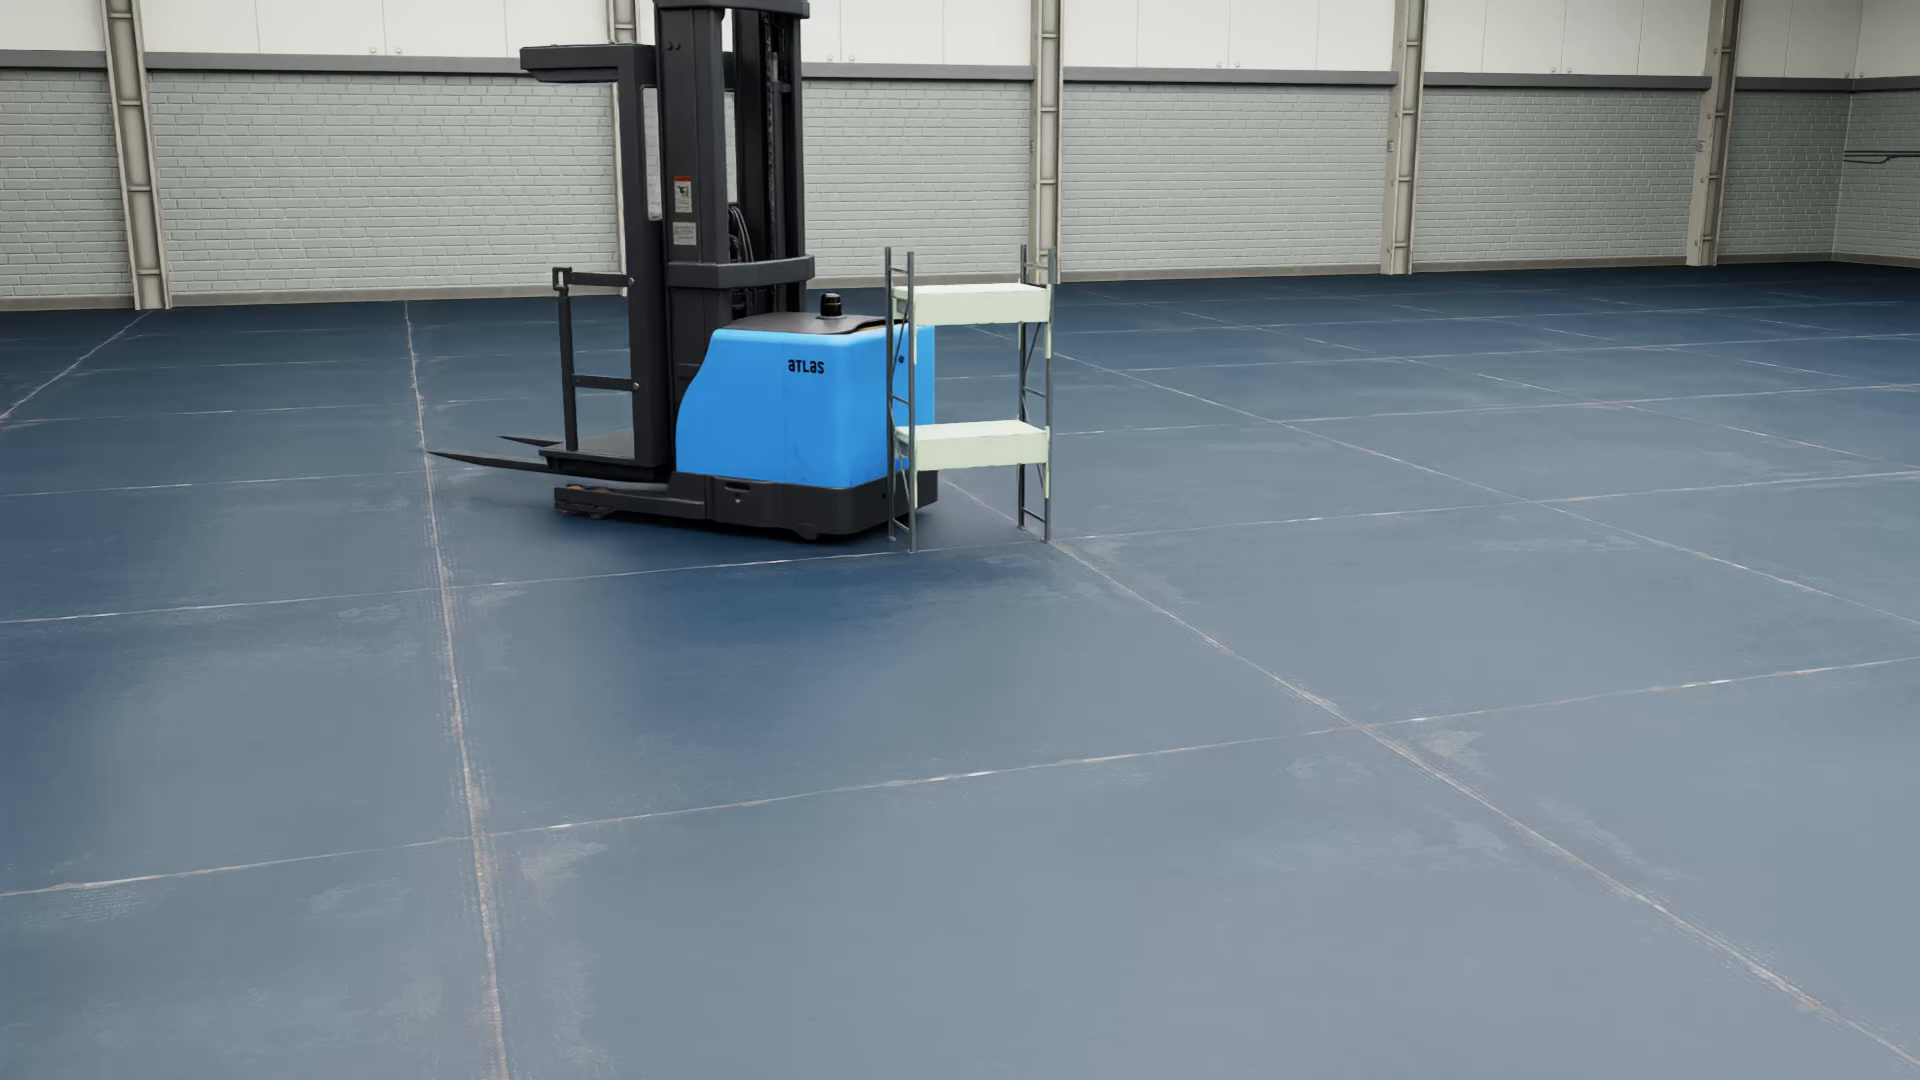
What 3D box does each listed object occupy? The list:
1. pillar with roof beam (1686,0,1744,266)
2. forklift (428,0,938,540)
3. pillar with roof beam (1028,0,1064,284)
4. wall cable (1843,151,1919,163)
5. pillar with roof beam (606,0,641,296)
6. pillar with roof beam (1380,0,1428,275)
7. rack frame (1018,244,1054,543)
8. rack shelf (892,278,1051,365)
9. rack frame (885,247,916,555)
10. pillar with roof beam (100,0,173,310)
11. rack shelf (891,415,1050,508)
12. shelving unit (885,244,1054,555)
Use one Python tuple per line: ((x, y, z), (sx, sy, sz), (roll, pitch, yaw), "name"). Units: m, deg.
((13.994, -8.119, 23.330), (0.400, 9.000, 9.100), (-4, 14, -18), "pillar with roof beam")
((-1.672, -1.641, 9.210), (3.031, 2.935, 1.130), (7, 15, 27), "forklift")
((2.621, -7.233, 19.607), (0.400, 9.000, 9.100), (-4, 14, -18), "pillar with roof beam")
((15.835, -7.480, 27.354), (0.112, 2.526, 3.097), (-4, 14, -18), "wall cable")
((-3.066, -6.791, 17.745), (0.400, 9.000, 9.100), (-4, 14, -18), "pillar with roof beam")
((8.307, -7.676, 21.468), (0.400, 9.000, 9.100), (-4, 14, -18), "pillar with roof beam")
((0.390, -0.756, 8.579), (0.023, 1.500, 0.400), (-5, 14, -19), "rack frame")
((0.045, -1.107, 8.369), (0.720, 0.370, 0.431), (-5, 14, -19), "rack shelf")
((-0.299, -0.699, 8.339), (0.023, 1.500, 0.400), (-5, 14, -19), "rack frame")
((-8.753, -6.348, 15.883), (0.400, 9.000, 9.100), (-4, 14, -18), "pillar with roof beam")
((0.045, -0.410, 8.534), (0.720, 0.370, 0.431), (-5, 14, -19), "rack shelf")
((0.045, -0.727, 8.459), (0.755, 1.500, 0.431), (-5, 14, -19), "shelving unit")
